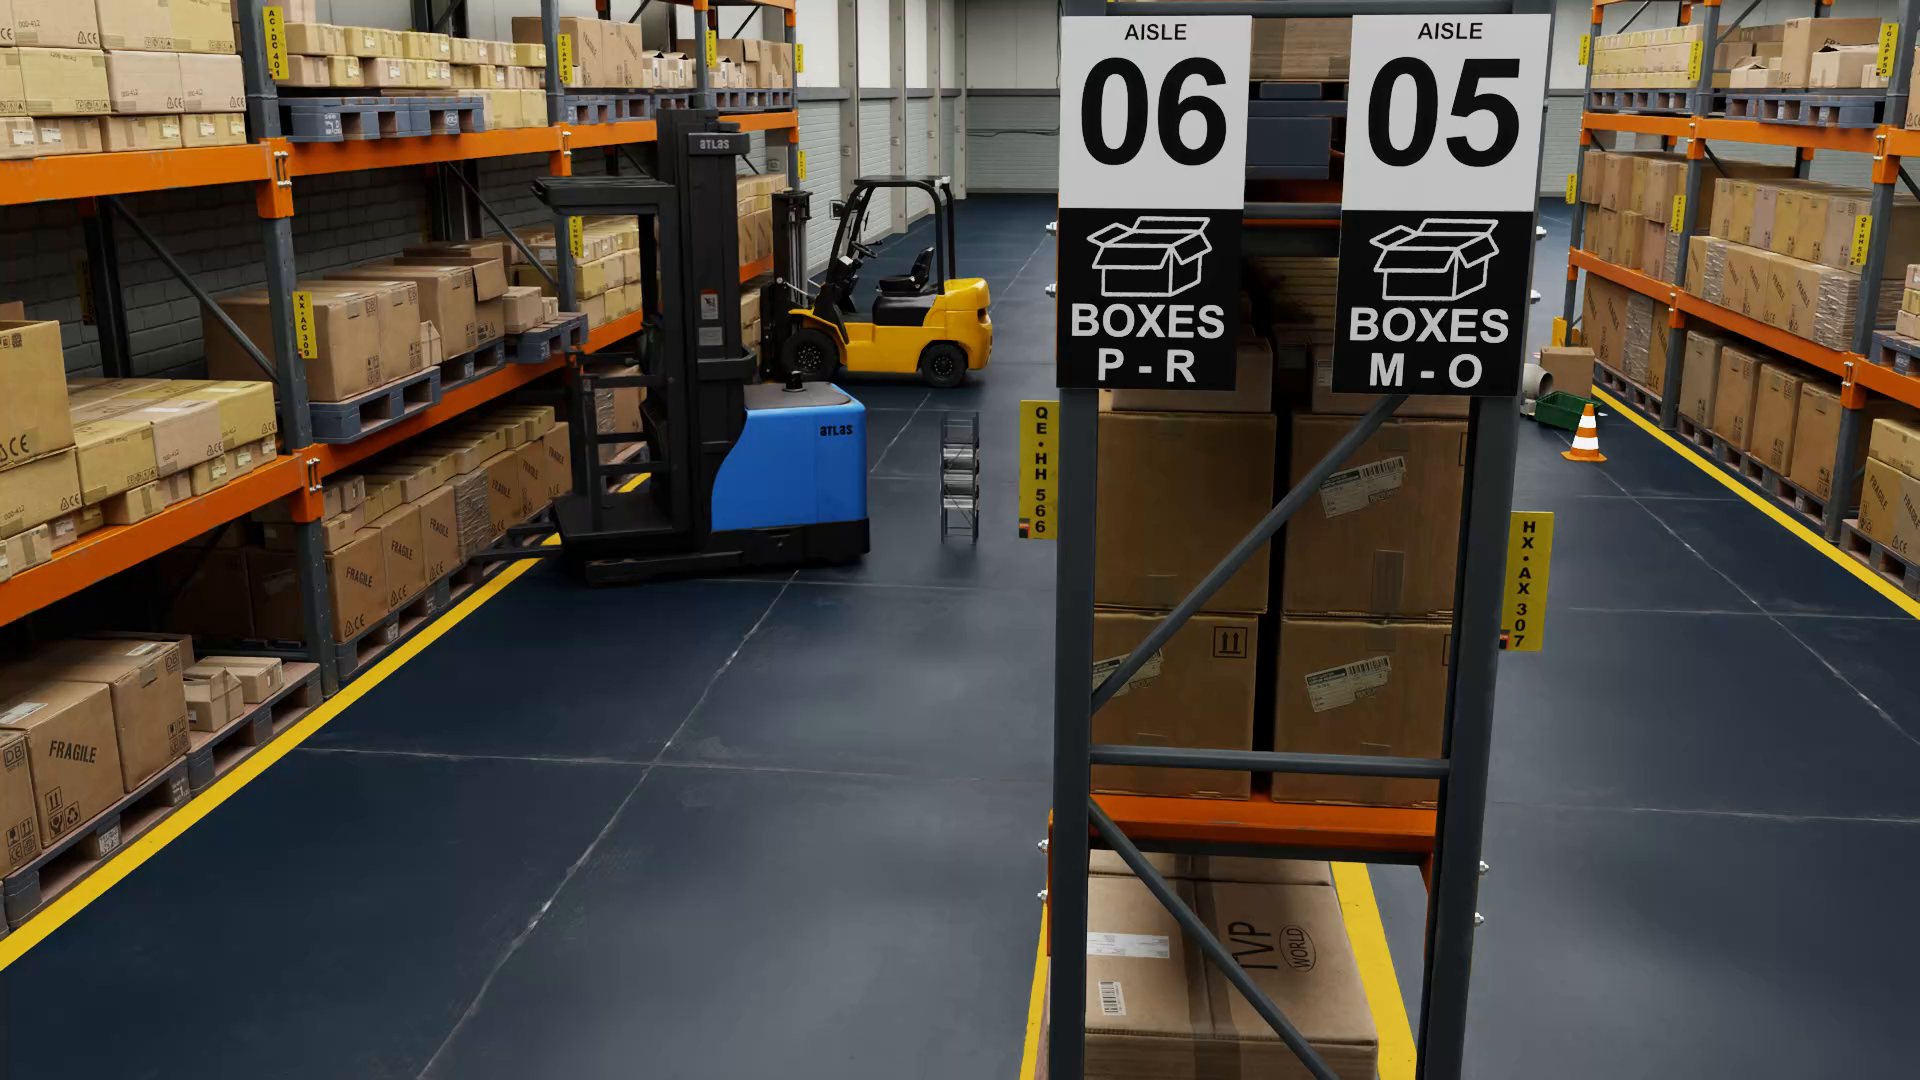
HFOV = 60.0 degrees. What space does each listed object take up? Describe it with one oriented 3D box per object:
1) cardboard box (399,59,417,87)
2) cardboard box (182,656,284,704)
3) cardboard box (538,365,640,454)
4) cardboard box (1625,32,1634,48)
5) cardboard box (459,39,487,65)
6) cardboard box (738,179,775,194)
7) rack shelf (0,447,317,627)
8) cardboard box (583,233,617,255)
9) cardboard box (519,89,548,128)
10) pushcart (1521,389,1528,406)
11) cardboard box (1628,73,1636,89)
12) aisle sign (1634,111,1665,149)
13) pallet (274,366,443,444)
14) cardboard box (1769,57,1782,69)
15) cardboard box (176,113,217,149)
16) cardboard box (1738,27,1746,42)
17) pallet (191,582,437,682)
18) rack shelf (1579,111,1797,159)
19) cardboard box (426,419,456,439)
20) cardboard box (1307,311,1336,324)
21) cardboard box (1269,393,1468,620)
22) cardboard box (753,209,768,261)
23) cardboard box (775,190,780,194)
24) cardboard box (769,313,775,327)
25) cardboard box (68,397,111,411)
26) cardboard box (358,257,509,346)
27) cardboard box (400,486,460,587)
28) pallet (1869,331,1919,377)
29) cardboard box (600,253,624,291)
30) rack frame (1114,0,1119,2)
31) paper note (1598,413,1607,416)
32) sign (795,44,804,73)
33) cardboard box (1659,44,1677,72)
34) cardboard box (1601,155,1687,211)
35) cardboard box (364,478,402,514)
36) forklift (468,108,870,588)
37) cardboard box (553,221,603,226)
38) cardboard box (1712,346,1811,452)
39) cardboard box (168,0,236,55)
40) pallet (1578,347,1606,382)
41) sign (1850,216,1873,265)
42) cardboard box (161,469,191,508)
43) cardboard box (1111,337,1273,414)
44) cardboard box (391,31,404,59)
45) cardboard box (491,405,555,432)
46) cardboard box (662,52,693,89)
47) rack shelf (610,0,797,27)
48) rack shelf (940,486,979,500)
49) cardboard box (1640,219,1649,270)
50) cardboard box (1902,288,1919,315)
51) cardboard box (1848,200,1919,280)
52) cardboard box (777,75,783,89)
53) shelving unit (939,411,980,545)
[{"bbox_3d":[-3.214,-2.558,9.115,0.380,0.149,0.250,2,15,6],"label":"cardboard box"},{"bbox_3d":[-3.527,0.677,8.069,0.380,0.149,0.250,1,15,5],"label":"cardboard box"},{"bbox_3d":[-3.155,-1.075,13.635,0.875,0.625,0.625,2,15,8],"label":"cardboard box"},{"bbox_3d":[6.962,-5.053,16.814,0.380,0.149,0.250,2,15,6],"label":"cardboard box"},{"bbox_3d":[-3.170,-3.030,10.328,0.380,0.149,0.250,1,15,5],"label":"cardboard box"},{"bbox_3d":[-2.254,-3.901,18.339,0.380,0.149,0.250,2,15,8],"label":"cardboard box"},{"bbox_3d":[-3.982,0.216,6.494,1.077,0.370,4.000,2,15,6],"label":"rack shelf"},{"bbox_3d":[-2.927,-2.327,13.088,0.380,0.149,0.250,2,15,7],"label":"cardboard box"},{"bbox_3d":[-3.121,-2.922,11.264,0.500,0.250,0.500,1,15,4],"label":"cardboard box"},{"bbox_3d":[4.350,-1.259,15.596,1.648,0.377,0.936,-4,16,-13],"label":"pushcart"},{"bbox_3d":[6.933,-4.602,16.674,0.380,0.149,0.250,2,15,7],"label":"cardboard box"},{"bbox_3d":[7.766,-4.762,18.545,0.394,0.787,0.004,2,15,6],"label":"aisle sign"},{"bbox_3d":[-3.557,-0.761,9.098,1.003,0.211,1.213,2,15,6],"label":"pallet"},{"bbox_3d":[7.088,-3.898,13.878,0.500,0.250,0.500,2,15,7],"label":"cardboard box"},{"bbox_3d":[-3.534,-1.811,7.348,0.380,0.149,0.250,2,15,6],"label":"cardboard box"},{"bbox_3d":[7.473,-4.705,15.525,0.380,0.149,0.250,1,15,5],"label":"cardboard box"},{"bbox_3d":[-3.702,0.484,9.467,1.003,0.211,1.213,2,15,6],"label":"pallet"},{"bbox_3d":[7.235,-4.079,16.633,1.077,0.370,4.000,2,15,6],"label":"rack shelf"},{"bbox_3d":[-3.678,-0.735,11.376,0.380,0.149,0.250,2,15,7],"label":"cardboard box"},{"bbox_3d":[1.142,-0.529,4.523,0.380,0.149,0.250,2,15,8],"label":"cardboard box"},{"bbox_3d":[1.062,-0.114,4.230,0.500,0.500,0.500,1,15,5],"label":"cardboard box"},{"bbox_3d":[-2.368,-3.277,17.843,0.500,0.500,0.500,2,15,7],"label":"cardboard box"},{"bbox_3d":[-2.252,-3.893,18.877,0.380,0.149,0.250,2,15,7],"label":"cardboard box"},{"bbox_3d":[-2.311,-2.349,18.109,0.500,0.250,0.500,2,15,6],"label":"cardboard box"},{"bbox_3d":[-4.130,-0.470,7.372,0.500,0.250,0.500,2,15,6],"label":"cardboard box"},{"bbox_3d":[-3.305,-1.511,10.501,0.797,0.503,0.637,1,15,5],"label":"cardboard box"},{"bbox_3d":[-3.367,-0.032,10.019,0.500,0.500,0.500,1,15,5],"label":"cardboard box"},{"bbox_3d":[6.583,-1.142,10.506,1.213,0.211,1.003,2,15,6],"label":"pallet"},{"bbox_3d":[-2.954,-2.094,12.988,0.500,0.250,0.500,2,15,8],"label":"cardboard box"},{"bbox_3d":[1.176,-3.400,6.998,1.000,3.000,0.127,2,15,6],"label":"rack frame"},{"bbox_3d":[6.185,-1.228,16.143,0.147,0.020,0.142,-10,18,-32],"label":"paper note"},{"bbox_3d":[-1.864,-5.580,19.259,0.100,0.325,0.005,2,15,6],"label":"sign"},{"bbox_3d":[6.867,-4.496,15.519,0.500,0.250,0.500,2,15,6],"label":"cardboard box"},{"bbox_3d":[7.211,-3.709,17.277,0.875,0.550,0.550,2,15,6],"label":"cardboard box"},{"bbox_3d":[-3.462,-0.257,9.606,0.380,0.149,0.250,1,15,5],"label":"cardboard box"},{"bbox_3d":[-2.177,-1.266,10.727,3.031,2.935,1.130,-5,16,-17],"label":"forklift"},{"bbox_3d":[-3.302,-2.672,14.363,0.380,0.149,0.250,2,15,6],"label":"cardboard box"},{"bbox_3d":[6.916,-1.163,13.721,1.050,0.750,0.750,2,15,6],"label":"cardboard box"},{"bbox_3d":[-3.574,-2.272,7.332,0.500,0.250,0.500,2,15,6],"label":"cardboard box"},{"bbox_3d":[7.448,-1.941,18.438,1.003,0.211,1.213,2,15,6],"label":"pallet"},{"bbox_3d":[6.006,-1.997,11.082,0.100,0.325,0.005,2,15,6],"label":"sign"},{"bbox_3d":[-3.611,-0.235,7.265,0.380,0.149,0.250,2,15,8],"label":"cardboard box"},{"bbox_3d":[0.567,-0.410,4.082,0.380,0.149,0.250,2,15,7],"label":"cardboard box"},{"bbox_3d":[-3.283,-2.707,9.095,0.380,0.149,0.250,2,15,7],"label":"cardboard box"},{"bbox_3d":[-3.109,-0.861,11.841,0.380,0.149,0.250,1,15,4],"label":"cardboard box"},{"bbox_3d":[-2.693,-4.186,14.823,0.500,0.311,0.500,1,15,4],"label":"cardboard box"},{"bbox_3d":[-2.628,-5.599,17.273,1.077,0.370,4.000,2,15,6],"label":"rack shelf"},{"bbox_3d":[-0.001,-0.313,11.569,0.258,0.077,0.200,2,15,6],"label":"rack shelf"},{"bbox_3d":[7.256,-2.908,16.383,0.875,0.550,0.550,2,15,6],"label":"cardboard box"},{"bbox_3d":[6.304,-1.528,10.673,0.380,0.149,0.250,2,15,9],"label":"cardboard box"},{"bbox_3d":[6.618,-2.069,11.462,0.700,0.500,0.500,2,15,6],"label":"cardboard box"},{"bbox_3d":[-2.194,-5.116,18.574,0.380,0.149,0.250,1,15,5],"label":"cardboard box"},{"bbox_3d":[-0.001,-0.432,11.537,0.258,0.900,0.210,2,15,6],"label":"shelving unit"}]
